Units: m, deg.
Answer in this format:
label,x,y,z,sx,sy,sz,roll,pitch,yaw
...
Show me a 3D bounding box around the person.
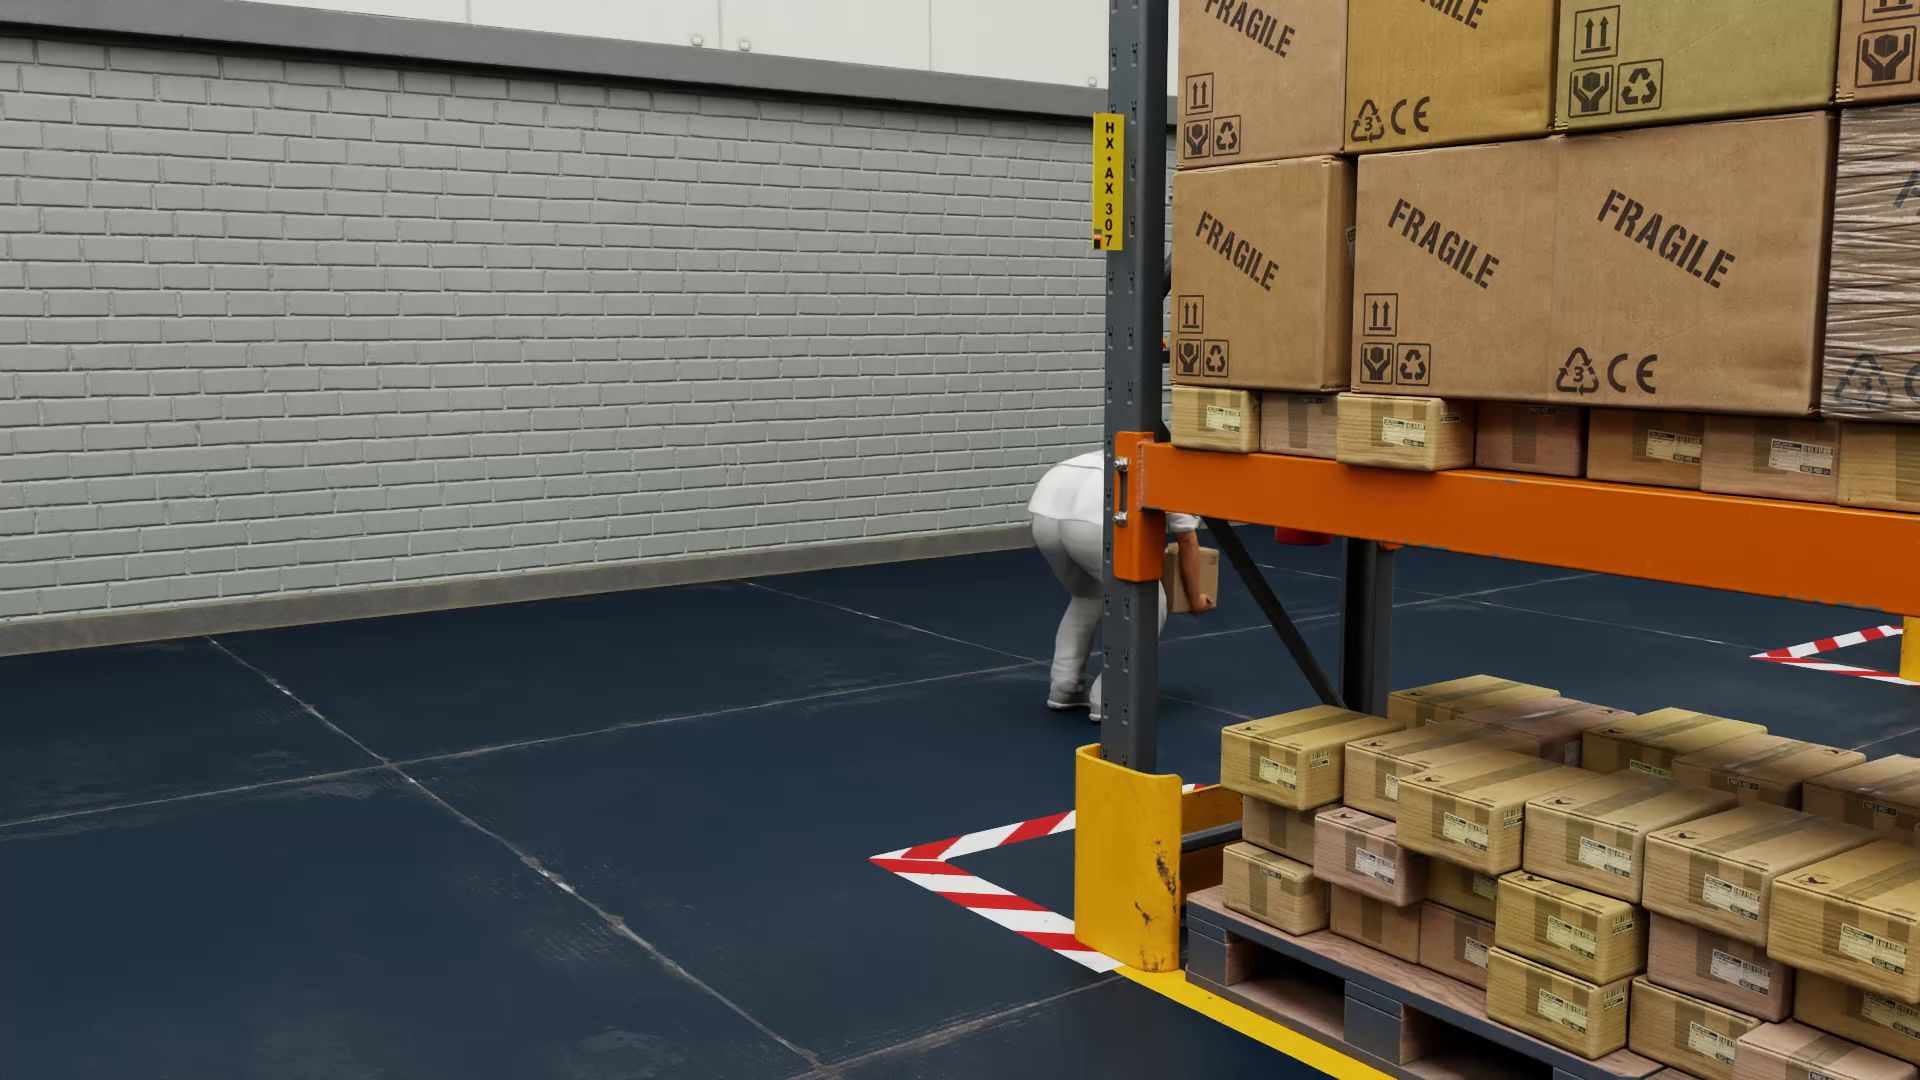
label,x,y,z,sx,sy,sz,roll,pitch,yaw
person,0.701,0.110,6.804,0.916,1.176,0.488,-6,10,-38
